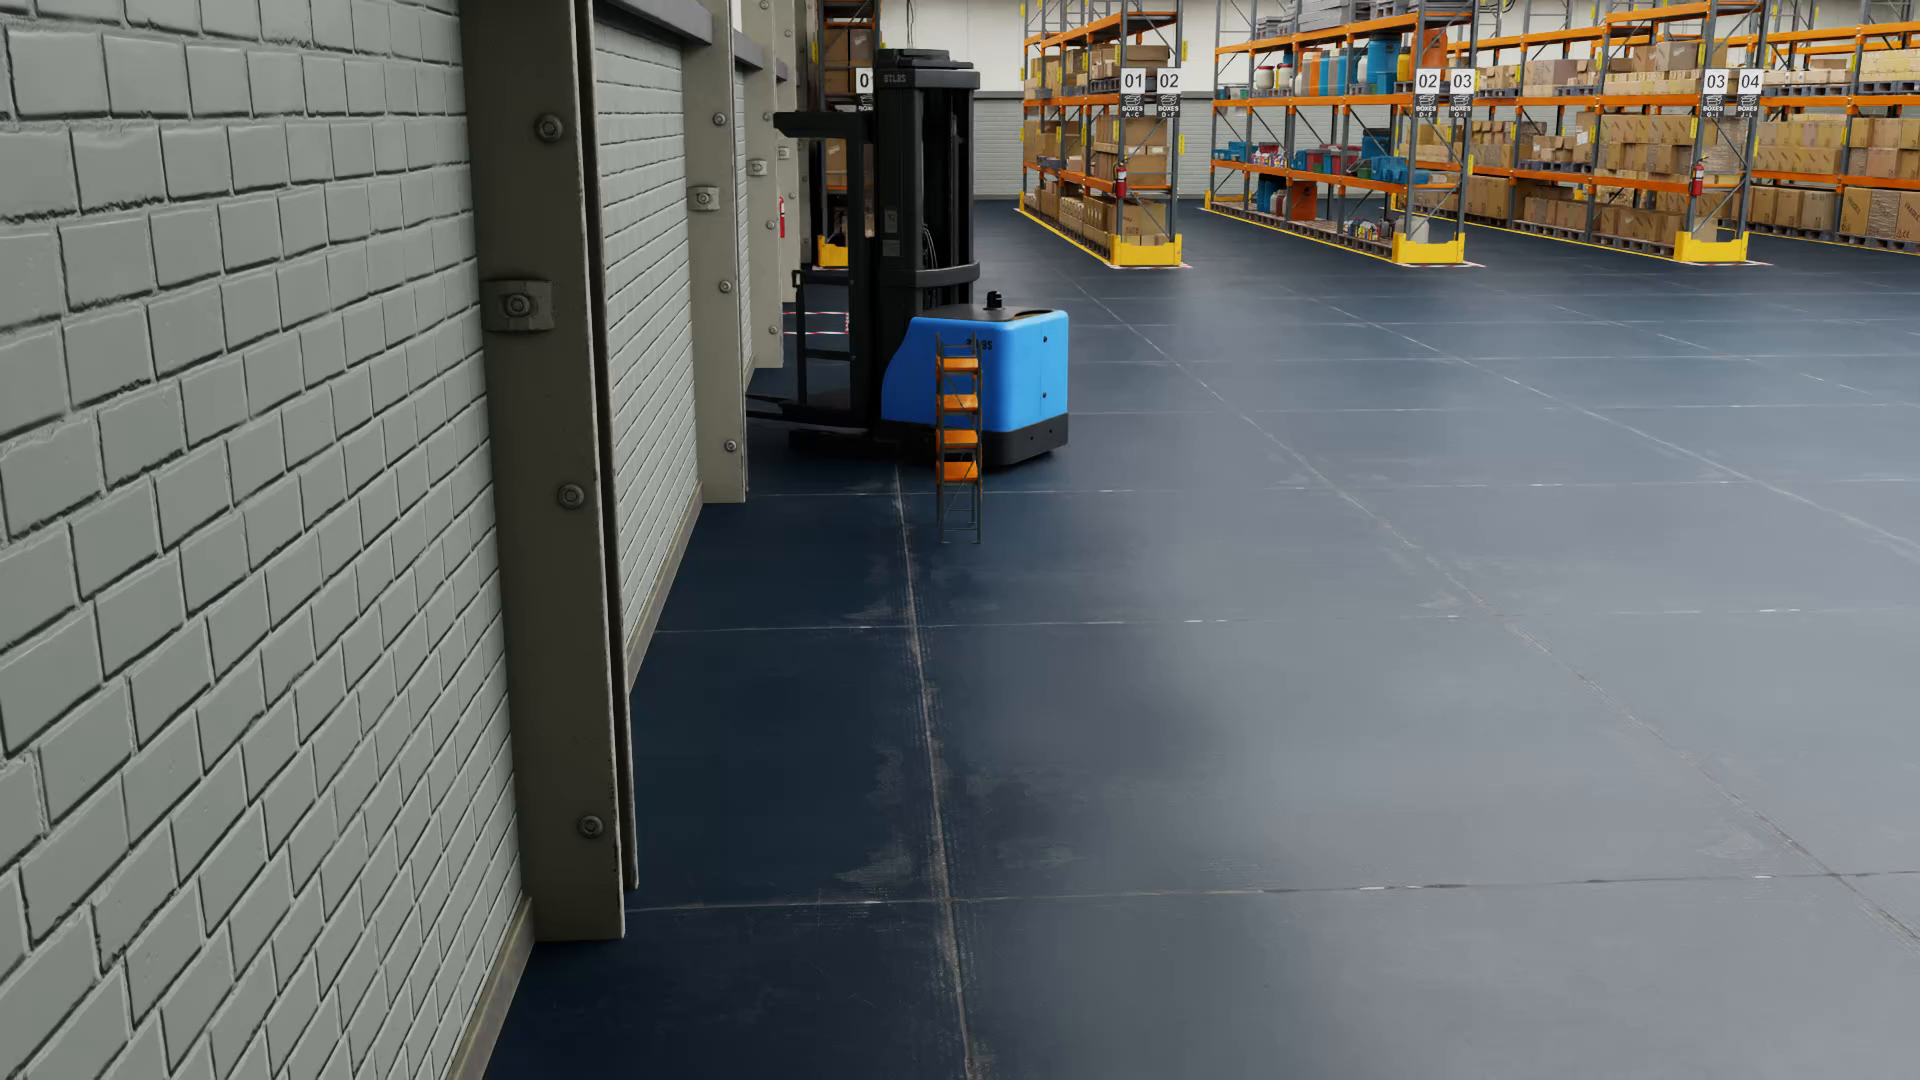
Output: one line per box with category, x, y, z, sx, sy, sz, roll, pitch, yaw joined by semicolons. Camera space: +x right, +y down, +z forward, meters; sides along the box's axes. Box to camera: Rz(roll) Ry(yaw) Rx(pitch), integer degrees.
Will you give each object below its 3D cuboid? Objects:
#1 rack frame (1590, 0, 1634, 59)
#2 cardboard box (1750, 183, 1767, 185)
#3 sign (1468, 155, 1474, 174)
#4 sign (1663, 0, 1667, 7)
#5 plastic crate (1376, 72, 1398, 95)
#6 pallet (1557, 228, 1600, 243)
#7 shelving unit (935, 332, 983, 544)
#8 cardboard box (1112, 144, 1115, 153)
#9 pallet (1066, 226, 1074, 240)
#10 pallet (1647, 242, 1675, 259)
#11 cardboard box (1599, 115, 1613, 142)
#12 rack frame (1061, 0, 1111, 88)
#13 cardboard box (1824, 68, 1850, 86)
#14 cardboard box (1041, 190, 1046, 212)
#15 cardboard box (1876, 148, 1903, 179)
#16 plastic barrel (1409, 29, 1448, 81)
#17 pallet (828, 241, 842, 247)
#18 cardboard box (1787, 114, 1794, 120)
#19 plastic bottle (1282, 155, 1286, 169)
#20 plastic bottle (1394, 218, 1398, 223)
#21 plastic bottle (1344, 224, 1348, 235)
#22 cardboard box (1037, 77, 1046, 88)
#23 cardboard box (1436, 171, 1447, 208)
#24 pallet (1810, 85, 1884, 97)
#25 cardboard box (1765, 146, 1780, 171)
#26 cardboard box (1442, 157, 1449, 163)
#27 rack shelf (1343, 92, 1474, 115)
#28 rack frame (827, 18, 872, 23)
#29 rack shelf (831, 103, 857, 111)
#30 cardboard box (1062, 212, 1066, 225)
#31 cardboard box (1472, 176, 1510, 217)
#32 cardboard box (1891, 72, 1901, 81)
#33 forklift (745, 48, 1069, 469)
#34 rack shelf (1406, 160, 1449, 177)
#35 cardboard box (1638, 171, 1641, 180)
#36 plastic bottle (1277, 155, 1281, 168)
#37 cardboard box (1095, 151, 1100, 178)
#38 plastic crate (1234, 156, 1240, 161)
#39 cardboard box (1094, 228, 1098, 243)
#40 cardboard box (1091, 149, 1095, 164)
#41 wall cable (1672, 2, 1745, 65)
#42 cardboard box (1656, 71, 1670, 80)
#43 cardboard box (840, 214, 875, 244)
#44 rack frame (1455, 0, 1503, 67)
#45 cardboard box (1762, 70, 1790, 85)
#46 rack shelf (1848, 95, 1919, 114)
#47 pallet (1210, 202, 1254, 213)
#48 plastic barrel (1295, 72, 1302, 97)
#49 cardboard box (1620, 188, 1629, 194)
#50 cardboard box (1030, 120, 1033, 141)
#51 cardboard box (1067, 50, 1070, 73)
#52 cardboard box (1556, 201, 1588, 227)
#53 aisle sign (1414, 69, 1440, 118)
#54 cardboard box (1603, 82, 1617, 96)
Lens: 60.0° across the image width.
rack frame;16.998;-13.229;43.383;1.000;3.000;0.127;-1;14;-3
cardboard box;17.692;-7.865;37.245;0.500;0.250;0.500;-2;15;-6
sign;8.638;-6.358;28.162;0.100;0.325;0.005;-1;14;-3
sign;16.703;-12.721;39.376;0.100;0.325;0.005;-1;14;-3
plastic crate;7.670;-8.131;29.622;0.392;0.384;0.575;-1;14;-3
pallet;12.735;-6.131;33.432;1.003;0.211;1.213;-1;14;-3
shelving unit;-0.010;-0.622;10.037;0.258;1.200;0.503;-1;14;-3
cardboard box;2.867;-6.852;29.136;0.380;0.149;0.250;0;14;-2
pallet;2.734;-6.272;33.980;1.003;0.211;1.213;-1;14;-3
pallet;13.013;-5.164;29.674;1.003;0.211;1.213;-1;14;-3
cardboard box;12.559;-7.849;31.707;0.500;0.500;0.500;-1;14;-3
rack frame;2.649;-11.036;34.860;1.000;3.000;0.127;-1;14;-3
cardboard box;22.064;-11.520;41.509;0.797;0.503;0.637;0;14;1
cardboard box;2.188;-8.004;39.248;0.500;0.500;0.500;-2;15;-6
cardboard box;17.749;-7.048;31.098;0.875;0.550;0.550;-1;14;-3
plastic barrel;7.932;-8.200;28.151;0.600;0.830;0.708;-1;14;-3
pallet;-1.891;-5.237;29.958;1.003;0.211;1.213;-1;14;-3
cardboard box;21.701;-10.984;43.187;0.380;0.149;0.250;-1;14;-5
plastic bottle;7.128;-8.301;36.504;0.061;0.283;0.133;-1;14;-3
plastic bottle;8.201;-5.858;31.207;0.144;0.351;0.185;-1;14;-4
plastic bottle;7.430;-5.958;31.896;0.097;0.201;0.097;0;14;0
cardboard box;2.100;-10.864;39.510;0.500;0.250;0.500;-1;14;-3
cardboard box;12.328;-8.617;40.920;0.875;0.875;0.875;-1;14;-3
pallet;17.635;-8.927;33.065;0.805;0.209;1.217;-1;15;-6
cardboard box;17.317;-8.015;34.957;0.500;0.500;0.500;-1;14;-3
cardboard box;11.943;-9.227;40.371;0.380;0.149;0.250;-1;14;-3
rack shelf;7.965;-7.818;29.817;1.077;0.370;4.000;-1;14;-3
rack frame;-2.295;-10.959;34.559;1.000;3.000;0.127;-1;14;-3
rack shelf;-2.419;-9.655;36.956;1.077;0.370;4.000;-1;14;-3
cardboard box;2.421;-6.743;34.888;0.500;0.250;0.500;-1;14;-5
cardboard box;12.467;-7.851;37.941;1.225;0.875;0.875;-1;14;-3
cardboard box;17.489;-8.573;30.769;0.380;0.149;0.250;-1;14;-4
forklift;-0.712;-2.174;12.593;3.031;2.935;1.130;8;17;29
rack shelf;12.165;-9.426;42.087;1.077;0.370;4.000;-1;14;-3
cardboard box;12.665;-6.674;30.449;0.380;0.149;0.250;-1;14;-3
plastic bottle;7.115;-8.421;36.994;0.097;0.271;0.097;0;14;0
cardboard box;2.931;-7.074;31.300;0.700;0.500;0.500;-1;14;-5
plastic crate;7.008;-9.371;40.860;0.437;0.125;0.590;-1;14;-3
cardboard box;2.712;-5.515;30.115;0.500;0.250;0.500;-1;14;-3
cardboard box;2.833;-7.507;32.981;0.500;0.500;0.500;0;14;1
wall cable;22.049;-14.752;49.302;2.355;3.000;0.029;-1;14;-3
cardboard box;12.630;-8.254;29.568;0.380;0.149;0.250;-2;15;-6
cardboard box;-1.783;-5.565;29.768;0.700;0.500;0.500;-2;15;-7
rack frame;12.289;-12.183;39.317;1.000;3.000;0.127;-1;14;-3
cardboard box;17.319;-9.812;35.258;0.500;0.311;0.500;-1;14;-3
rack shelf;17.865;-7.946;30.314;1.077;0.370;4.000;-1;14;-3
pallet;7.110;-8.640;43.182;1.003;0.211;1.213;-1;14;-3
plastic barrel;7.307;-9.631;35.195;0.421;0.512;0.421;0;14;0
cardboard box;16.839;-8.781;41.818;0.380;0.149;0.250;-2;15;-6
cardboard box;2.016;-10.158;41.279;0.500;0.500;0.500;-1;14;-4
cardboard box;2.597;-10.351;36.012;0.500;0.500;0.500;-1;14;-3
cardboard box;12.722;-6.701;34.186;0.700;0.500;0.500;-2;15;-8
aisle sign;7.797;-7.453;27.757;0.394;0.787;0.004;-1;14;-3
cardboard box;12.557;-8.552;31.526;0.500;0.250;0.500;-1;15;-6
